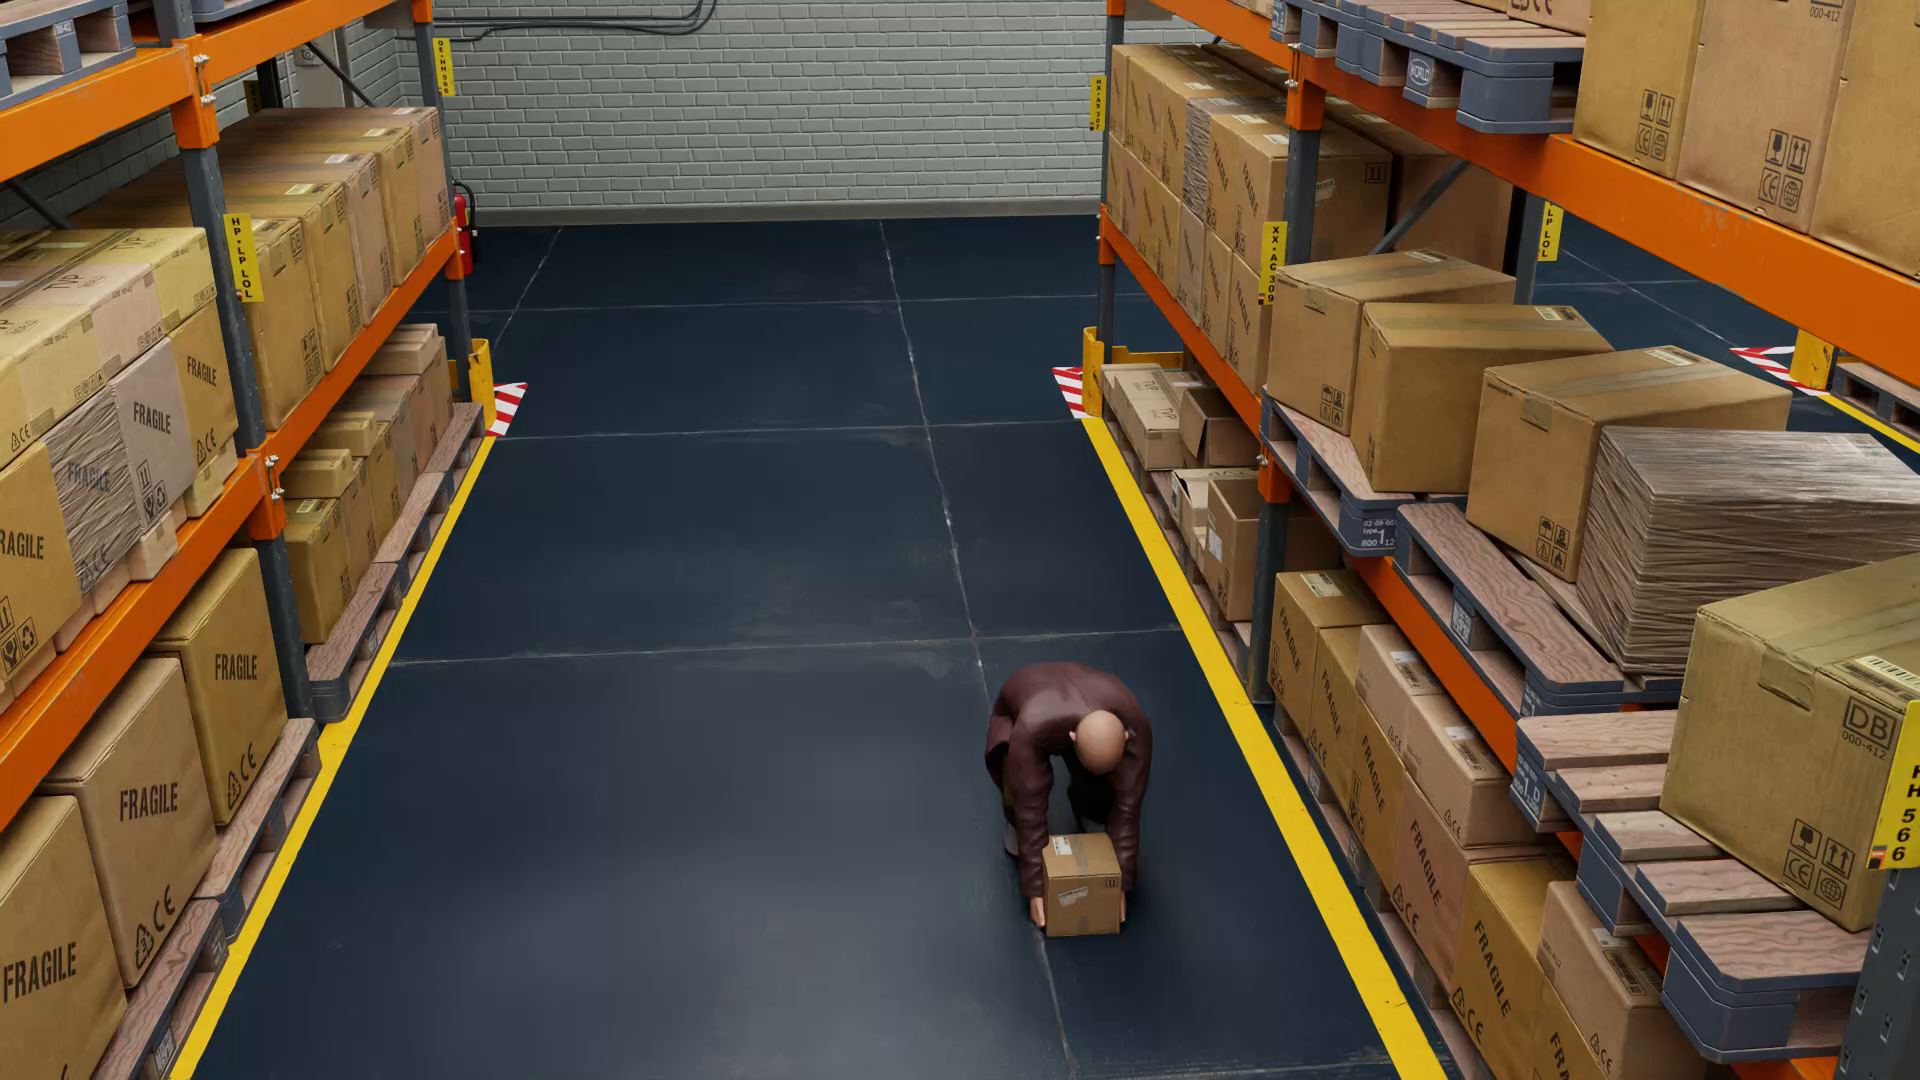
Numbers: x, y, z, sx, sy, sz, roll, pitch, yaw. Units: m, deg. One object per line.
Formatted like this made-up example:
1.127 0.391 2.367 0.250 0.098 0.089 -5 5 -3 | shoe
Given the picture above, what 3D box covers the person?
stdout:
0.383 0.842 5.998 0.580 0.874 0.921 -3 24 -6 | person
